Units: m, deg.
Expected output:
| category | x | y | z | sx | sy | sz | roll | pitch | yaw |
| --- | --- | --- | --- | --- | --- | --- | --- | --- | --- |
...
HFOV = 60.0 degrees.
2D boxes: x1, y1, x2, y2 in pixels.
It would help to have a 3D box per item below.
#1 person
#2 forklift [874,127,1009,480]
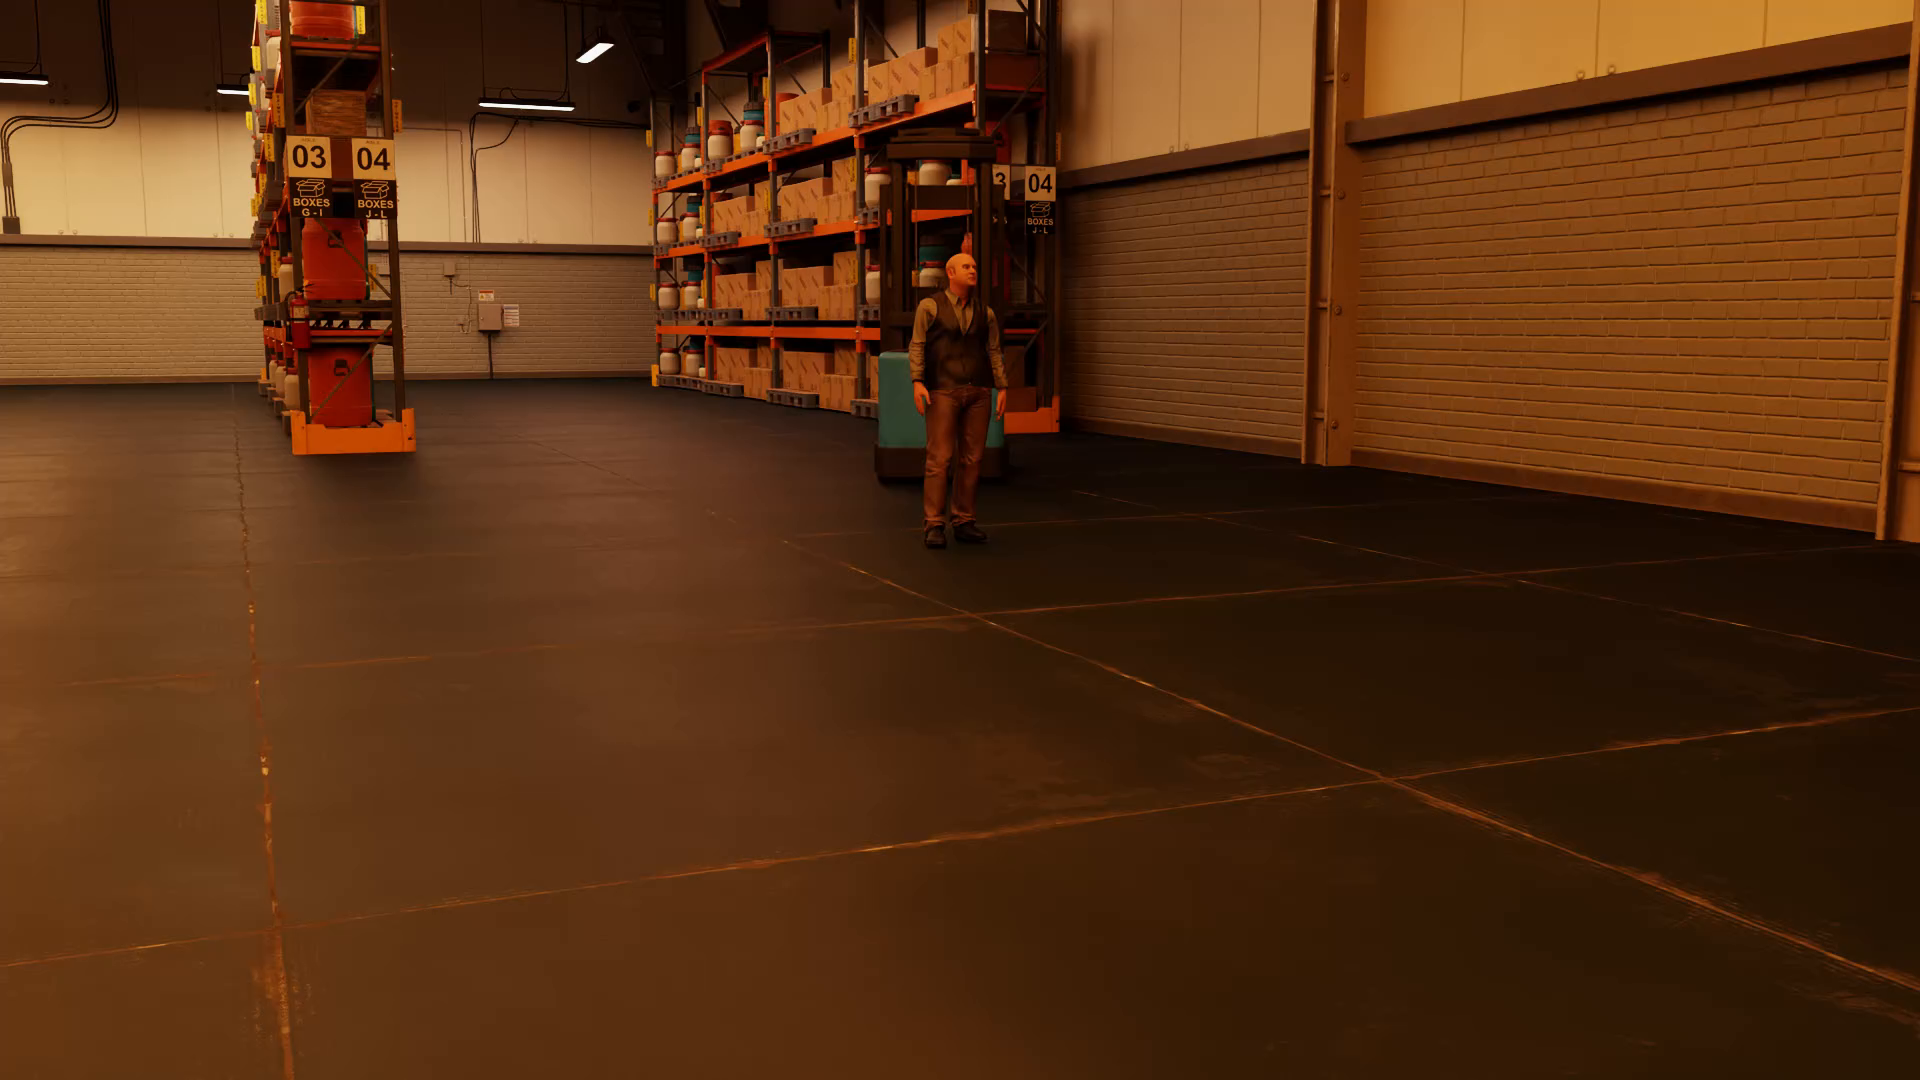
| category | x | y | z | sx | sy | sz | roll | pitch | yaw |
| --- | --- | --- | --- | --- | --- | --- | --- | --- | --- |
| person | 0.017 | -0.853 | 9.981 | 0.632 | 1.720 | 0.568 | -3 | 8 | -23 |
| forklift | -0.157 | -2.087 | 14.774 | 1.130 | 2.935 | 3.031 | 0 | 8 | 0 |
